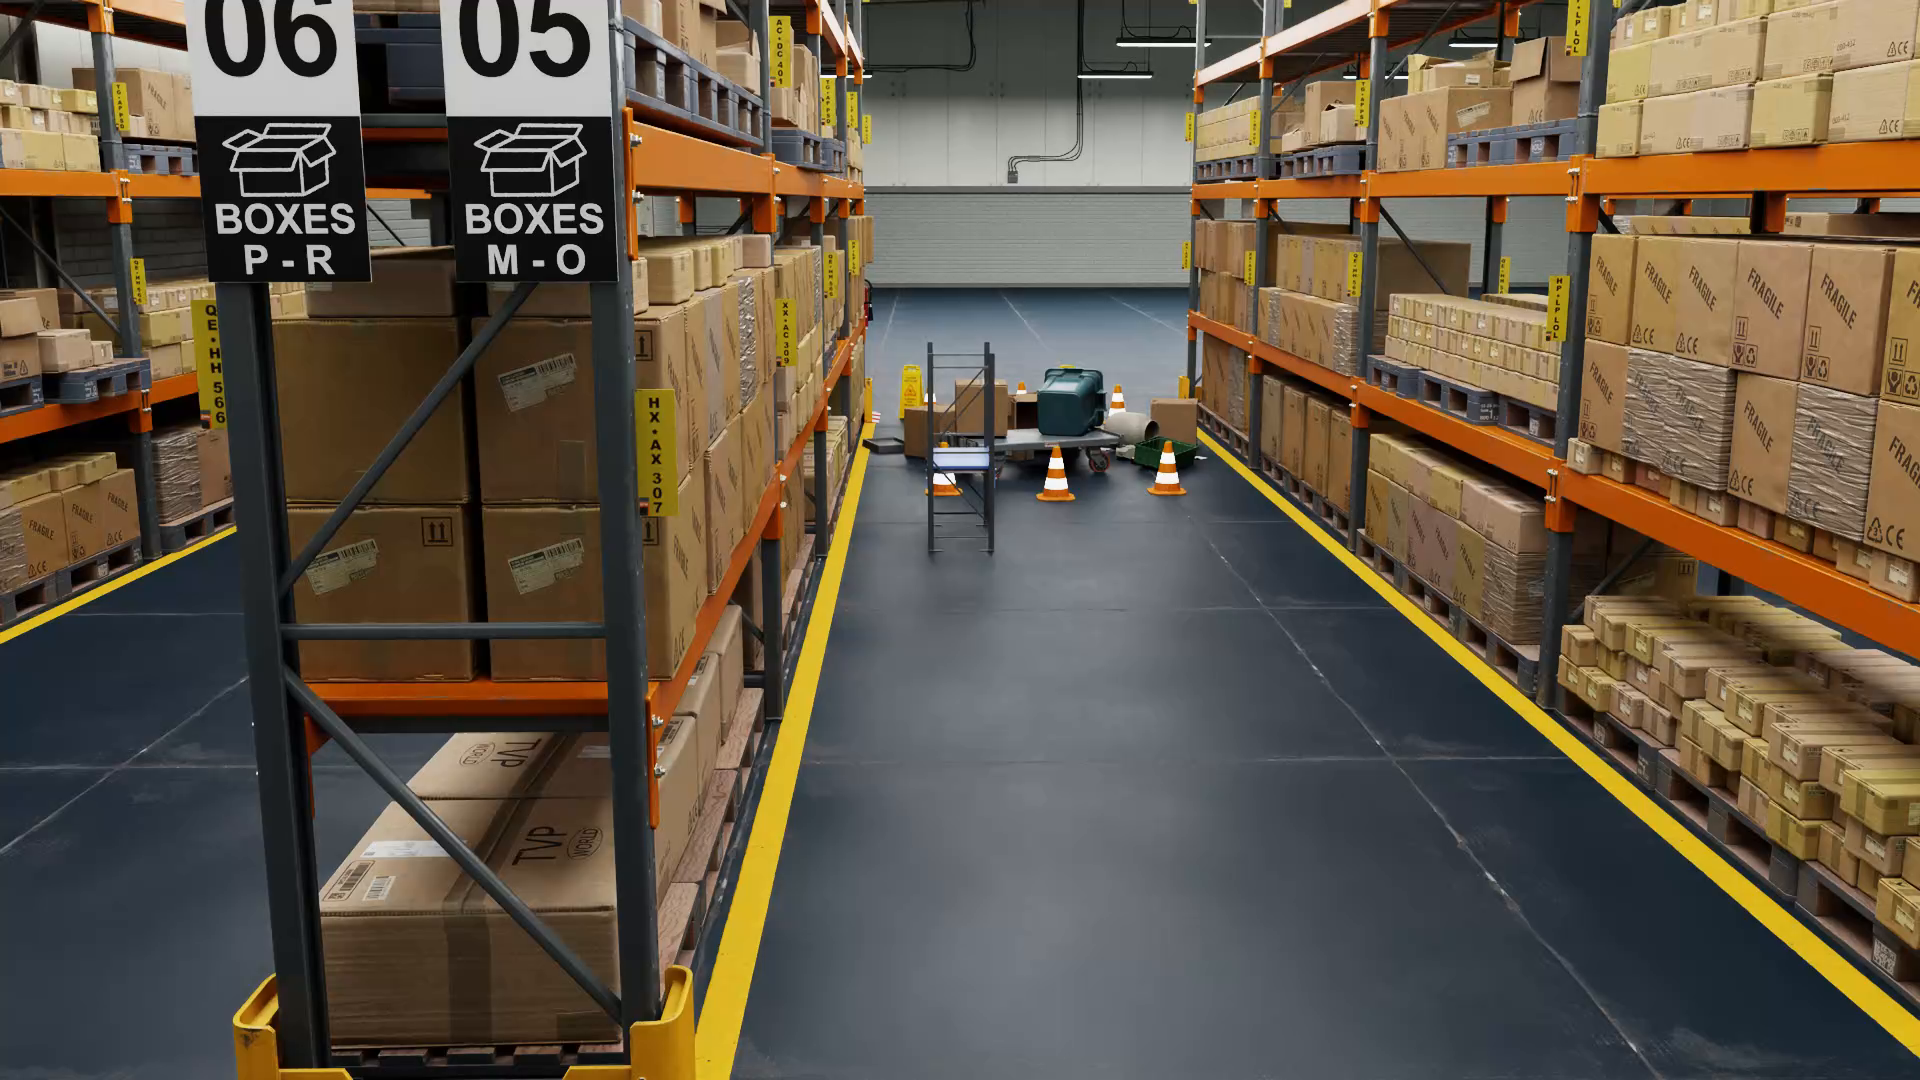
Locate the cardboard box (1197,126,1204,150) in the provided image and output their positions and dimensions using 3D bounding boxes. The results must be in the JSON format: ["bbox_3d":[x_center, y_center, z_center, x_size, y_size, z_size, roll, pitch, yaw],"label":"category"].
[{"bbox_3d":[3.045,-4.677,19.347,0.500,0.250,0.500,0,11,-1],"label":"cardboard box"}]

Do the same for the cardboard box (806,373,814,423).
[{"bbox_3d":[-1.161,-0.871,10.184,0.500,0.250,0.500,0,11,-2],"label":"cardboard box"}]

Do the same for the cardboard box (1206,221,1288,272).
[{"bbox_3d":[3.239,-3.285,18.615,0.875,0.550,0.550,0,11,-1],"label":"cardboard box"}]

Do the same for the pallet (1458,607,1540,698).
[{"bbox_3d":[3.522,0.620,9.472,1.003,0.211,1.213,0,11,-1],"label":"pallet"}]

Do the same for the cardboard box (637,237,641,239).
[{"bbox_3d":[-1.592,-1.243,7.244,0.380,0.149,0.250,0,11,-2],"label":"cardboard box"}]

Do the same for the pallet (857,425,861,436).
[{"bbox_3d":[-1.673,-1.393,19.397,1.003,0.211,1.213,0,11,-1],"label":"pallet"}]

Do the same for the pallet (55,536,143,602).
[{"bbox_3d":[-6.475,0.190,11.593,1.003,0.211,1.213,0,11,-1],"label":"pallet"}]

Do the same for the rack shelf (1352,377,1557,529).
[{"bbox_3d":[3.498,-0.637,10.463,1.077,0.370,4.000,0,11,-1],"label":"rack shelf"}]

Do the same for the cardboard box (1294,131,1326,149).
[{"bbox_3d":[3.143,-3.504,14.567,0.380,0.149,0.250,0,11,-1],"label":"cardboard box"}]

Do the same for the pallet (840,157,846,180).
[{"bbox_3d":[-1.667,-3.397,15.185,1.213,0.211,1.003,0,11,-1],"label":"pallet"}]

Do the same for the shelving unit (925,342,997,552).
[{"bbox_3d":[-0.002,-0.752,12.994,0.538,1.500,1.048,0,11,-1],"label":"shelving unit"}]

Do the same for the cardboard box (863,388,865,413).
[{"bbox_3d":[-1.370,-1.631,19.412,0.500,0.250,0.500,0,11,-1],"label":"cardboard box"}]

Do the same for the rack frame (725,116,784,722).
[{"bbox_3d":[-1.408,-0.551,8.233,1.000,3.000,0.127,0,11,-1],"label":"rack frame"}]

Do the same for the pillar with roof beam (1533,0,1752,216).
[{"bbox_3d":[19.064,-11.789,48.535,9.100,9.000,0.548,0,11,-1],"label":"pillar with roof beam"}]

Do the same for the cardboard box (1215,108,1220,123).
[{"bbox_3d":[3.005,-4.649,18.207,0.380,0.149,0.250,0,11,-2],"label":"cardboard box"}]

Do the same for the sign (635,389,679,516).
[{"bbox_3d":[-0.770,-0.220,4.225,0.100,0.325,0.005,0,11,-1],"label":"sign"}]

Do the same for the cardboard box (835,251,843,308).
[{"bbox_3d":[-1.323,-2.353,15.056,0.500,0.500,0.500,0,11,-1],"label":"cardboard box"}]

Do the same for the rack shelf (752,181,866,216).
[{"bbox_3d":[-1.614,-3.657,17.804,1.077,0.370,4.000,0,11,-1],"label":"rack shelf"}]

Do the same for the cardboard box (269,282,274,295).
[{"bbox_3d":[-6.250,-2.216,14.556,0.380,0.149,0.250,-1,11,-3],"label":"cardboard box"}]

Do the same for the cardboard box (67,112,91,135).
[{"bbox_3d":[-6.205,-2.848,11.382,0.380,0.149,0.250,0,11,0],"label":"cardboard box"}]

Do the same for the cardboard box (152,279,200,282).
[{"bbox_3d":[-6.769,-2.163,14.294,0.380,0.149,0.250,0,11,-2],"label":"cardboard box"}]

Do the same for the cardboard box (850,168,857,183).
[{"bbox_3d":[-1.273,-3.808,17.373,0.380,0.149,0.250,0,11,-2],"label":"cardboard box"}]

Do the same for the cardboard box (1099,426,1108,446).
[{"bbox_3d":[1.497,-1.176,18.189,0.396,0.266,0.258,2,12,9],"label":"cardboard box"}]

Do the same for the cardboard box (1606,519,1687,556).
[{"bbox_3d":[3.788,-0.088,9.294,0.500,0.250,0.500,-1,11,-4],"label":"cardboard box"}]

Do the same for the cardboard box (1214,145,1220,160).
[{"bbox_3d":[3.004,-4.259,18.286,0.380,0.149,0.250,0,11,-2],"label":"cardboard box"}]

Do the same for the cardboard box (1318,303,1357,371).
[{"bbox_3d":[3.170,-1.624,13.266,0.500,0.500,0.500,0,11,-1],"label":"cardboard box"}]

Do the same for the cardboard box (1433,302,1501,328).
[{"bbox_3d":[3.294,-1.460,10.790,0.380,0.149,0.250,0,11,1],"label":"cardboard box"}]

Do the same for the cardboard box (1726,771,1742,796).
[{"bbox_3d":[3.375,0.983,6.784,0.380,0.149,0.250,0,11,0],"label":"cardboard box"}]

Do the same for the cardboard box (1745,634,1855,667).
[{"bbox_3d":[3.791,0.530,7.522,0.380,0.149,0.250,0,11,1],"label":"cardboard box"}]

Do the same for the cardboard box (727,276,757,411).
[{"bbox_3d":[-1.100,-0.796,6.671,0.500,0.500,0.500,0,11,0],"label":"cardboard box"}]

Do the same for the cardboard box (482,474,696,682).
[{"bbox_3d":[-1.048,0.098,4.780,0.500,0.500,0.500,0,11,-2],"label":"cardboard box"}]

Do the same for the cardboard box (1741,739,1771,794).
[{"bbox_3d":[3.303,0.888,6.504,0.380,0.149,0.250,0,11,2],"label":"cardboard box"}]

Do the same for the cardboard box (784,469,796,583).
[{"bbox_3d":[-1.545,-0.196,10.769,0.875,0.875,0.875,0,11,0],"label":"cardboard box"}]

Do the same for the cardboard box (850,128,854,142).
[{"bbox_3d":[-1.263,-4.100,16.805,0.380,0.149,0.250,0,11,-2],"label":"cardboard box"}]

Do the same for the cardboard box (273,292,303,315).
[{"bbox_3d":[-6.252,-2.093,14.953,0.500,0.250,0.500,-1,11,-3],"label":"cardboard box"}]

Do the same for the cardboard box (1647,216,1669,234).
[{"bbox_3d":[8.006,-3.353,18.528,0.500,0.500,0.500,0,11,-1],"label":"cardboard box"}]

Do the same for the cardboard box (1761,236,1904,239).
[{"bbox_3d":[3.835,-1.082,7.332,0.500,0.500,0.500,-1,11,-3],"label":"cardboard box"}]

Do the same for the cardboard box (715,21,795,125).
[{"bbox_3d":[-1.136,-2.453,8.752,0.500,0.500,0.500,0,11,-2],"label":"cardboard box"}]

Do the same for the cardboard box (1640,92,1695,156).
[{"bbox_3d":[3.304,-1.796,7.199,0.500,0.250,0.500,0,11,-2],"label":"cardboard box"}]

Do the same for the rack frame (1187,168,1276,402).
[{"bbox_3d":[3.291,-2.977,20.190,1.000,3.000,0.127,0,11,-1],"label":"rack frame"}]

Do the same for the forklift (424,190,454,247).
[{"bbox_3d":[-3.468,-1.492,13.043,1.130,2.935,3.031,-1,11,-3],"label":"forklift"}]

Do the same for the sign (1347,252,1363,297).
[{"bbox_3d":[2.902,-1.951,12.222,0.100,0.325,0.005,0,11,-1],"label":"sign"}]

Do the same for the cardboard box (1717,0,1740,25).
[{"bbox_3d":[3.323,-2.163,6.749,0.380,0.149,0.250,-1,11,-3],"label":"cardboard box"}]

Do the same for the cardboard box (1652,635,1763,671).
[{"bbox_3d":[3.368,0.534,7.500,0.380,0.149,0.250,-1,11,-3],"label":"cardboard box"}]

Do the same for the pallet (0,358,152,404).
[{"bbox_3d":[-6.369,-1.097,11.404,1.213,0.211,1.003,0,11,-1],"label":"pallet"}]

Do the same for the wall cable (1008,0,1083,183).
[{"bbox_3d":[2.628,-13.971,50.736,2.305,6.003,0.169,0,11,-1],"label":"wall cable"}]

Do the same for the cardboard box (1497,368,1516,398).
[{"bbox_3d":[3.319,-0.904,9.545,0.380,0.149,0.250,-1,11,-4],"label":"cardboard box"}]

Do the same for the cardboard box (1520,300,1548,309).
[{"bbox_3d":[3.943,-1.511,11.040,0.380,0.149,0.250,0,11,1],"label":"cardboard box"}]

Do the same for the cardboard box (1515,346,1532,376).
[{"bbox_3d":[3.325,-1.000,9.273,0.380,0.149,0.250,0,11,1],"label":"cardboard box"}]

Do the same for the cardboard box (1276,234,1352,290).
[{"bbox_3d":[3.390,-2.622,15.675,0.700,0.500,0.500,0,11,-2],"label":"cardboard box"}]

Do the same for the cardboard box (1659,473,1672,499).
[{"bbox_3d":[3.355,-0.253,7.395,0.380,0.149,0.250,-1,11,-4],"label":"cardboard box"}]

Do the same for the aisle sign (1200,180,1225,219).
[{"bbox_3d":[2.990,-4.264,19.995,0.394,0.787,0.004,0,11,-1],"label":"aisle sign"}]

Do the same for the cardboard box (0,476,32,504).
[{"bbox_3d":[-6.226,-0.318,10.682,0.380,0.149,0.250,0,11,-2],"label":"cardboard box"}]

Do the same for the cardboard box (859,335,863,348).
[{"bbox_3d":[-1.304,-2.250,18.945,0.380,0.149,0.250,0,11,0],"label":"cardboard box"}]

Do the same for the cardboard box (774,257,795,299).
[{"bbox_3d":[-1.168,-1.280,9.058,0.500,0.500,0.500,0,11,-1],"label":"cardboard box"}]

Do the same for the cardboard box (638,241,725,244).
[{"bbox_3d":[-1.120,-1.094,6.510,0.380,0.149,0.250,0,11,-2],"label":"cardboard box"}]
